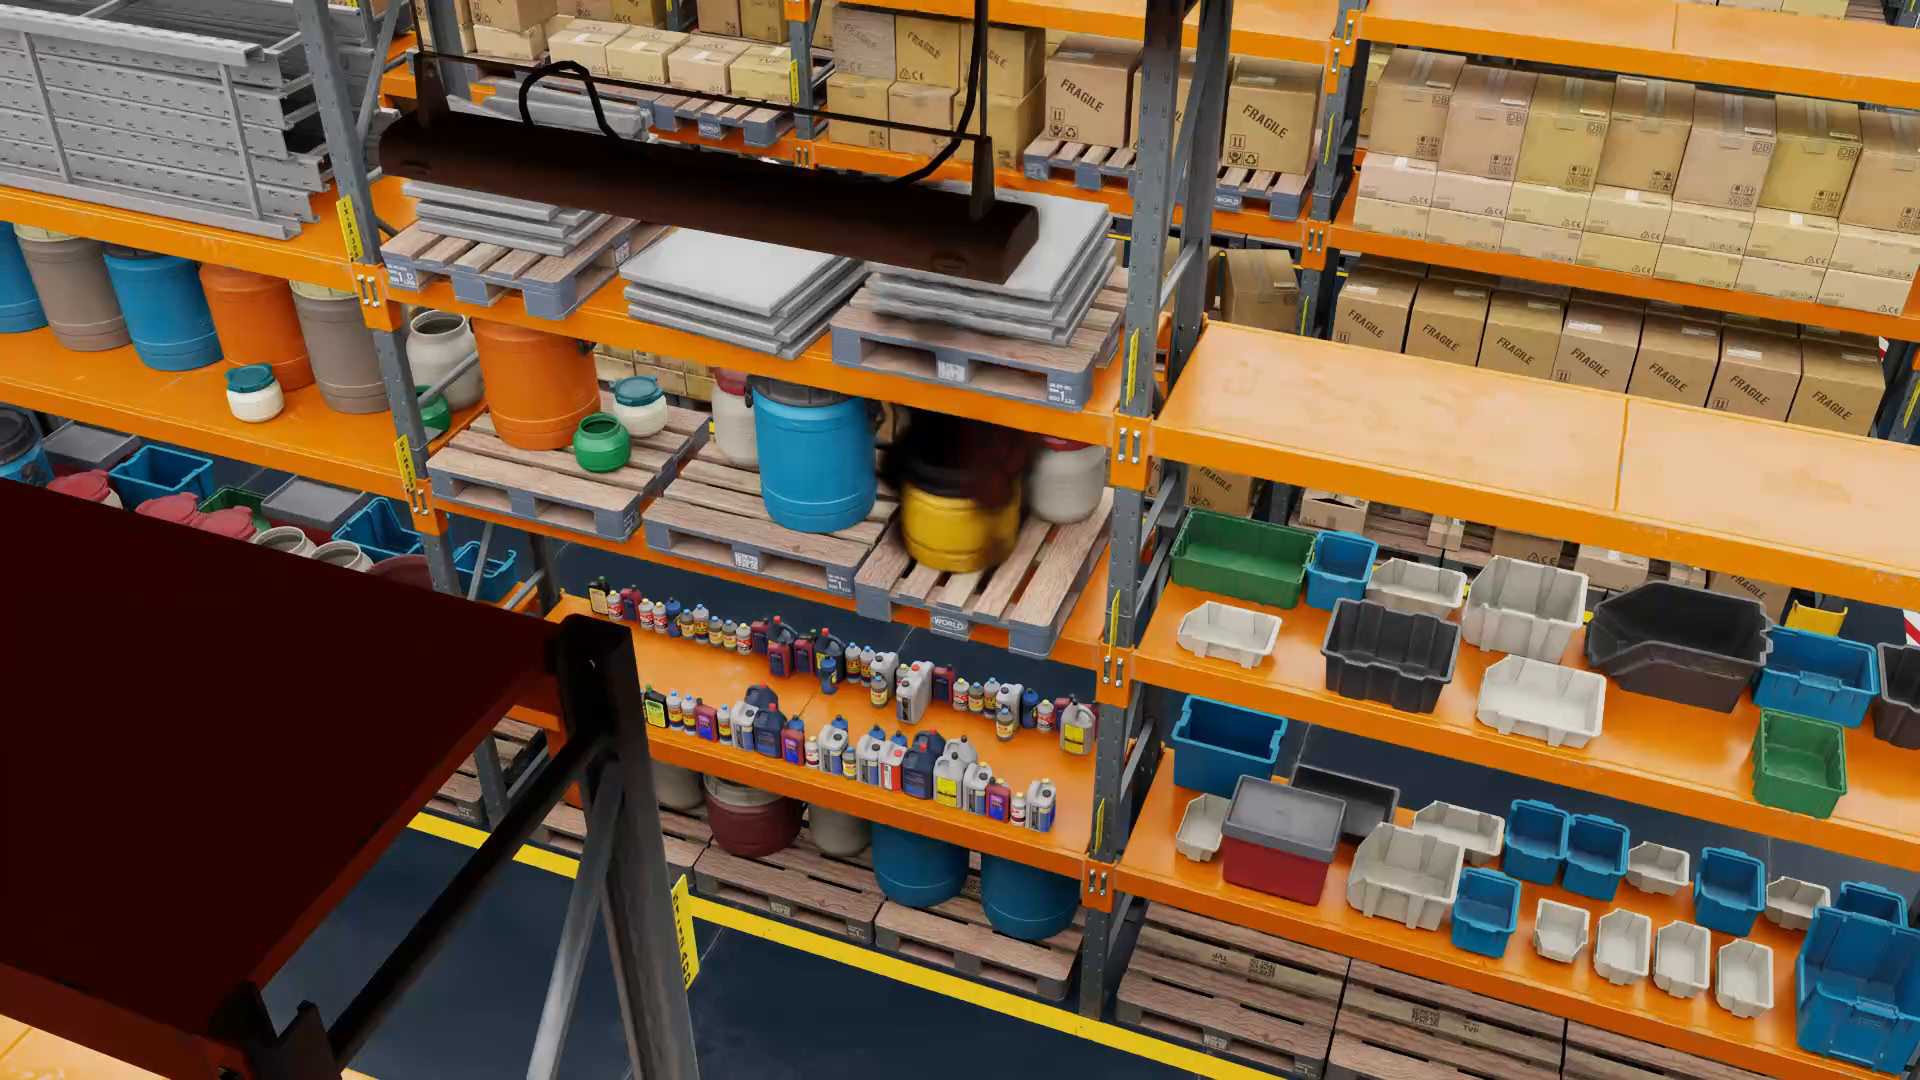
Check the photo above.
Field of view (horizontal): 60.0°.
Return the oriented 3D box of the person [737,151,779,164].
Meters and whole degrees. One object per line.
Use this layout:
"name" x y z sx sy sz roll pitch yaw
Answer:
"person" -1.887 -3.074 16.133 0.707 1.740 0.702 12 38 16
